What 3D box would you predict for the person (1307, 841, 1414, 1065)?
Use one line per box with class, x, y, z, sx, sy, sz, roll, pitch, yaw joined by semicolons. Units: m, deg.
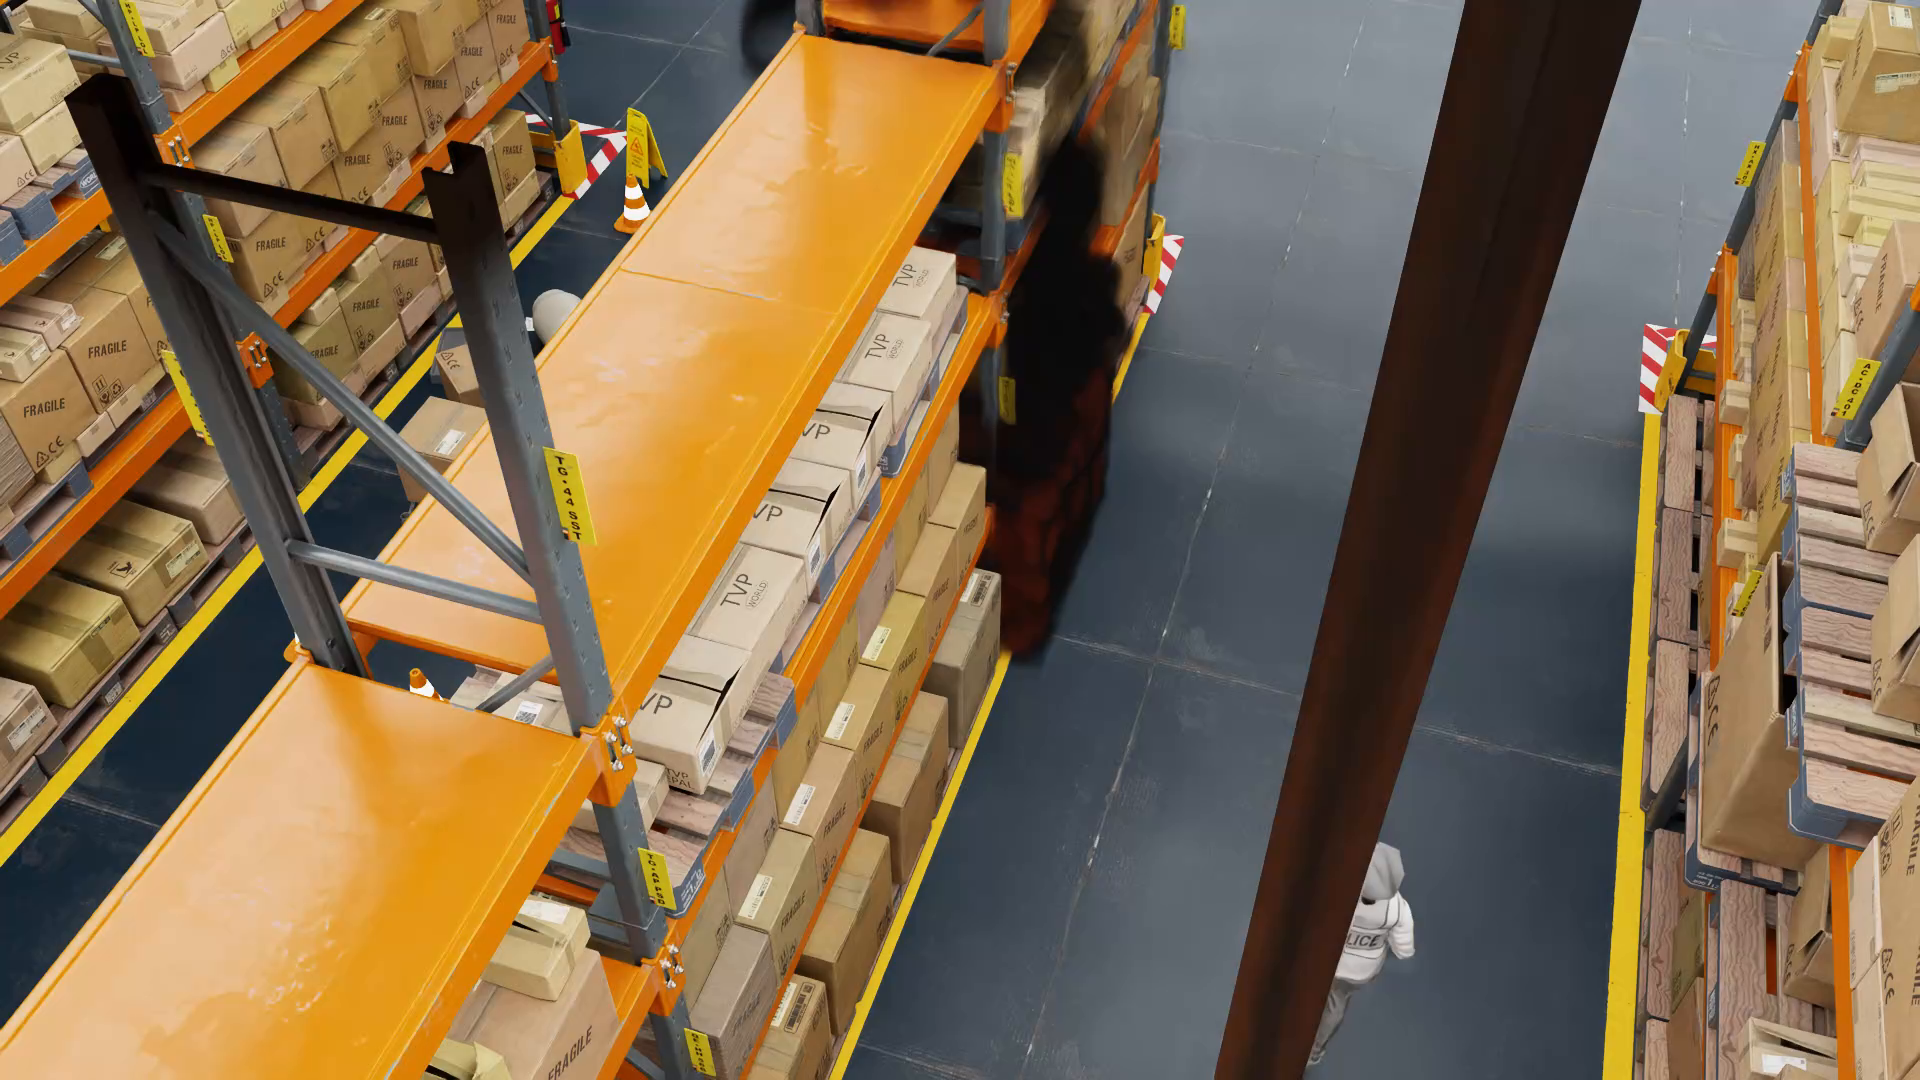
person;1.779;1.873;7.741;0.592;1.665;0.481;11;47;10
